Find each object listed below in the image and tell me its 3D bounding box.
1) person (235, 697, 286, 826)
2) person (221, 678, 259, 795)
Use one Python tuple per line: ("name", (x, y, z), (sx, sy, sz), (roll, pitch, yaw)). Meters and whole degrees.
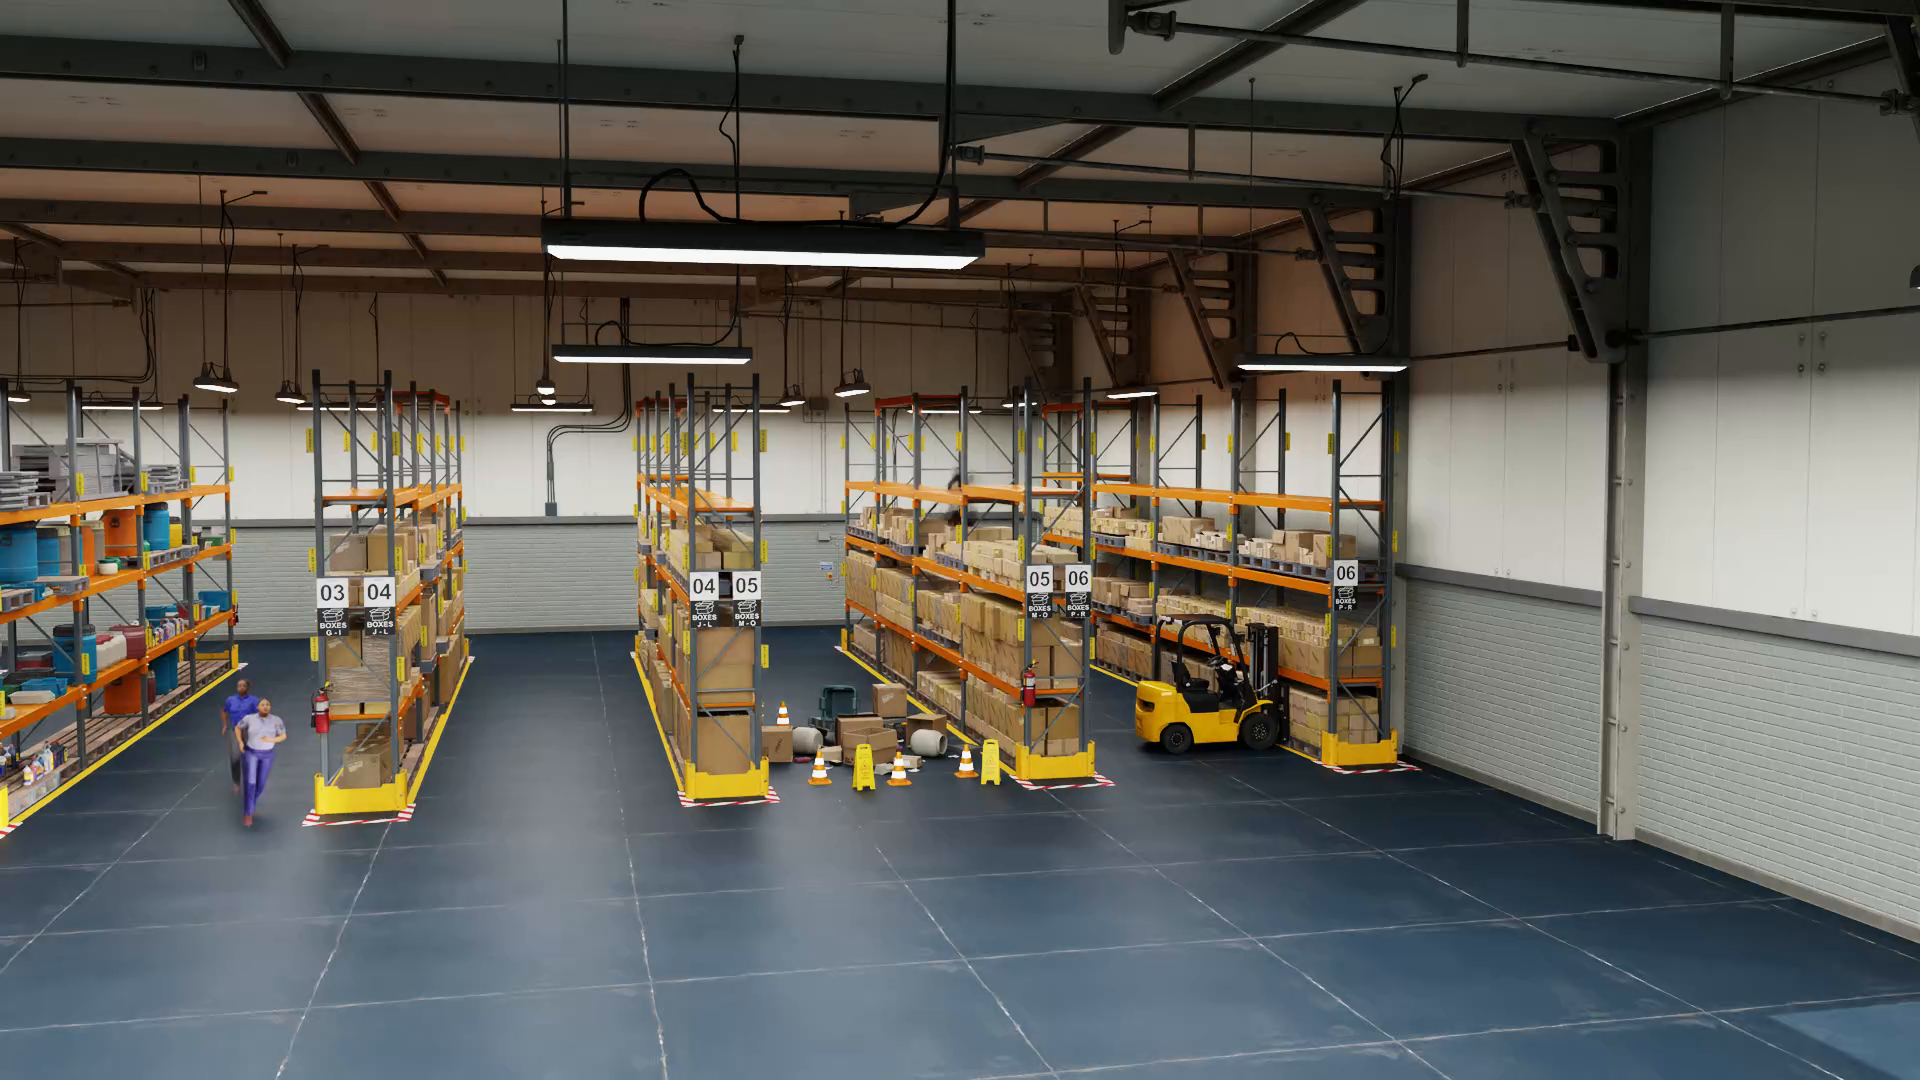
("person", (-9.326, 2.934, 22.187), (0.600, 1.685, 0.751), (-2, 4, -34))
("person", (-10.265, 2.813, 23.775), (0.548, 1.644, 0.670), (-1, 4, -22))
